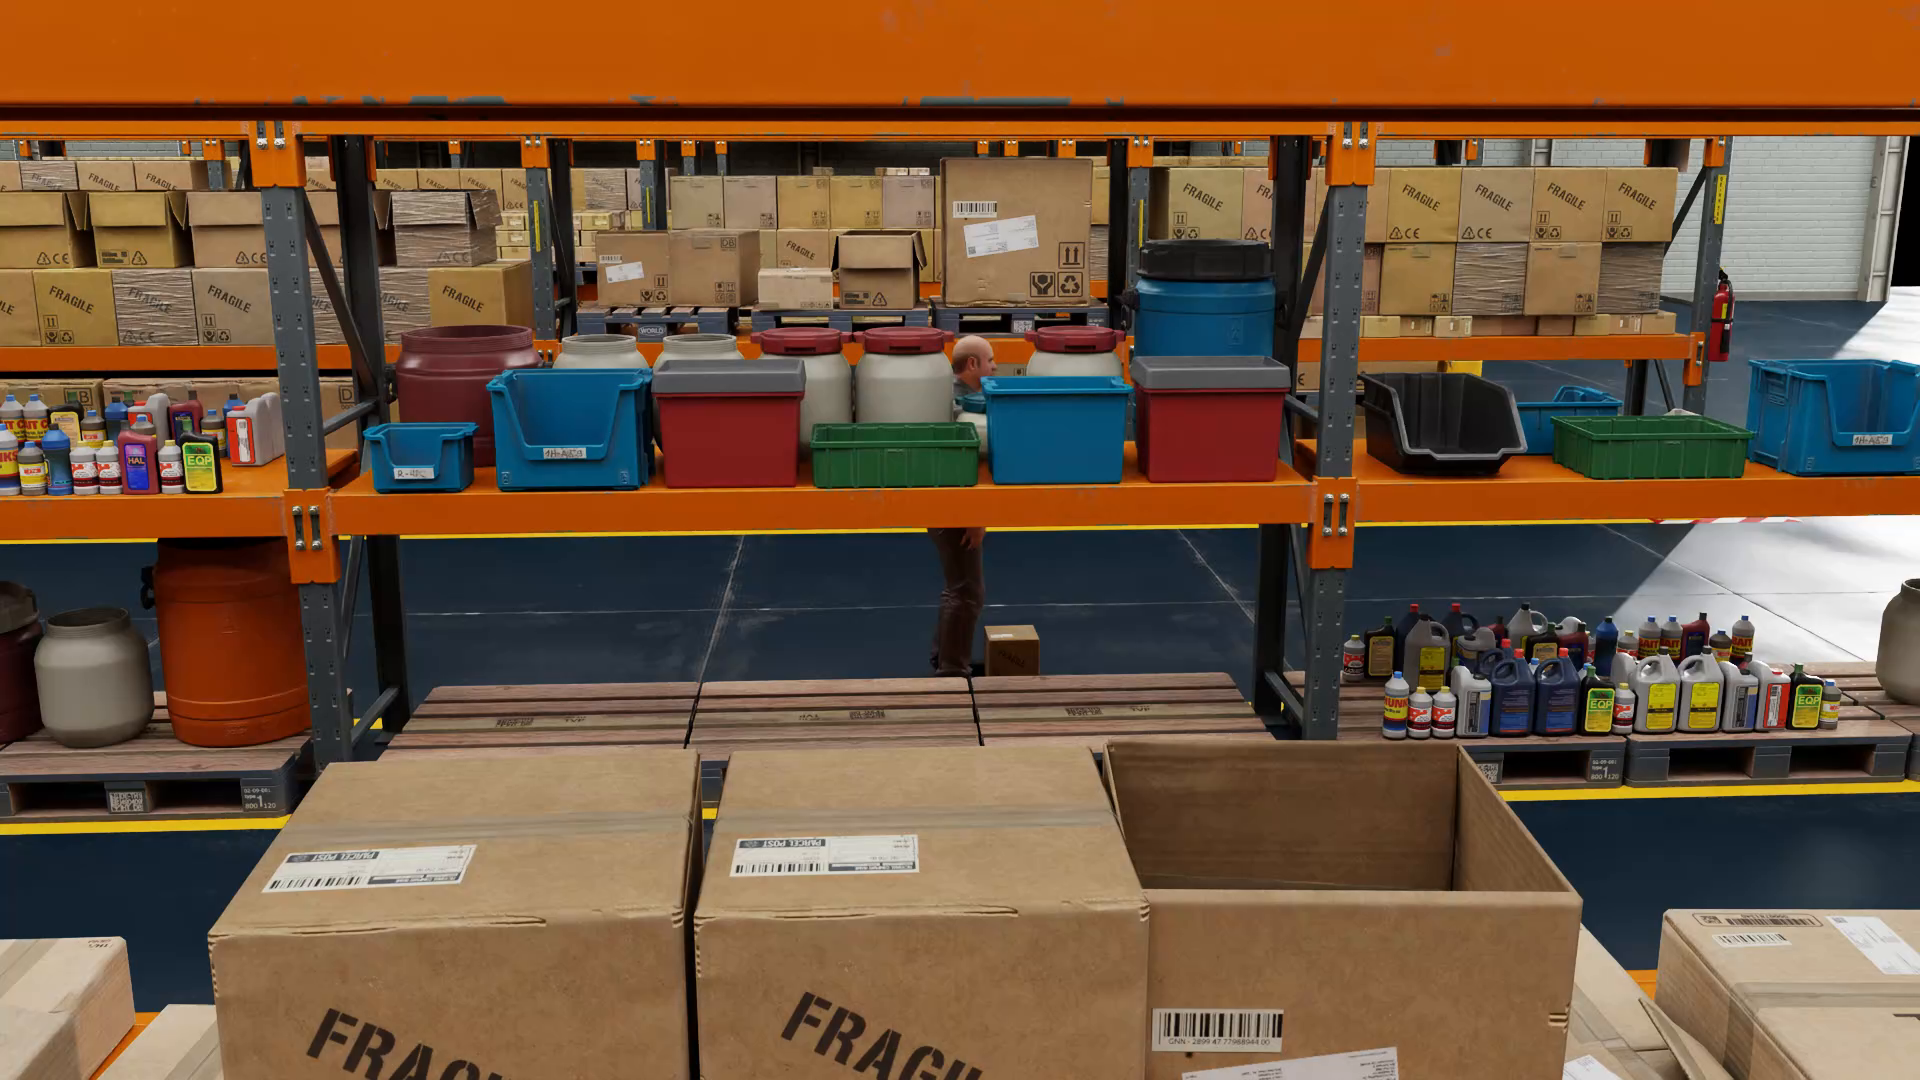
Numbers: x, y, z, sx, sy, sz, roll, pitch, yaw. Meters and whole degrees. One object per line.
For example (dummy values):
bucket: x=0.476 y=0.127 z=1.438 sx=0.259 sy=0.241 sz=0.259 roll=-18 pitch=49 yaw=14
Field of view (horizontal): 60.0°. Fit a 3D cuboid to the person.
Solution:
person: x=-0.024 y=-0.130 z=8.087 sx=0.411 sy=1.721 sz=0.588 roll=-1 pitch=13 yaw=-5
